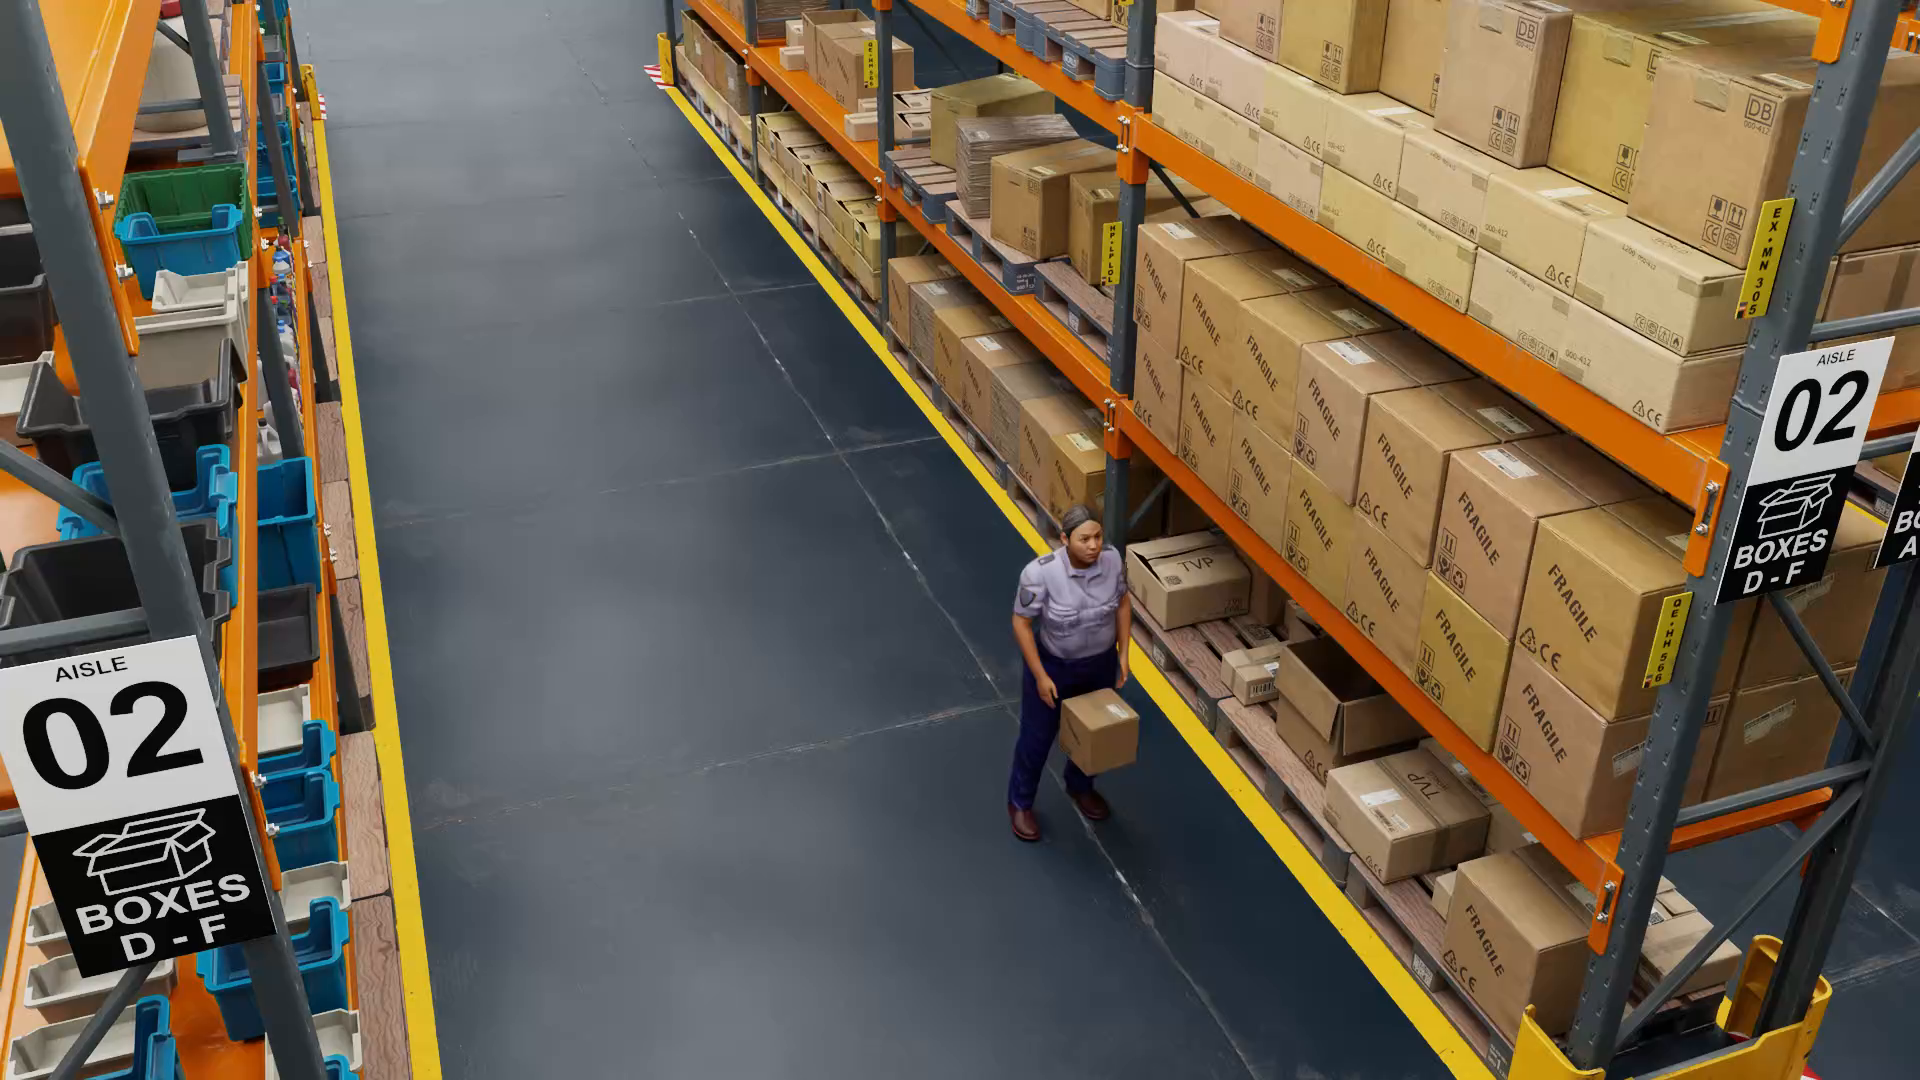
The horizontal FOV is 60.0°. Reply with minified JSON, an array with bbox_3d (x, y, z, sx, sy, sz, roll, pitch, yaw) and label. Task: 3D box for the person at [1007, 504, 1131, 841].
[{"bbox_3d":[0.500,0.575,7.371,0.574,1.627,0.384,-10,32,-17],"label":"person"}]
